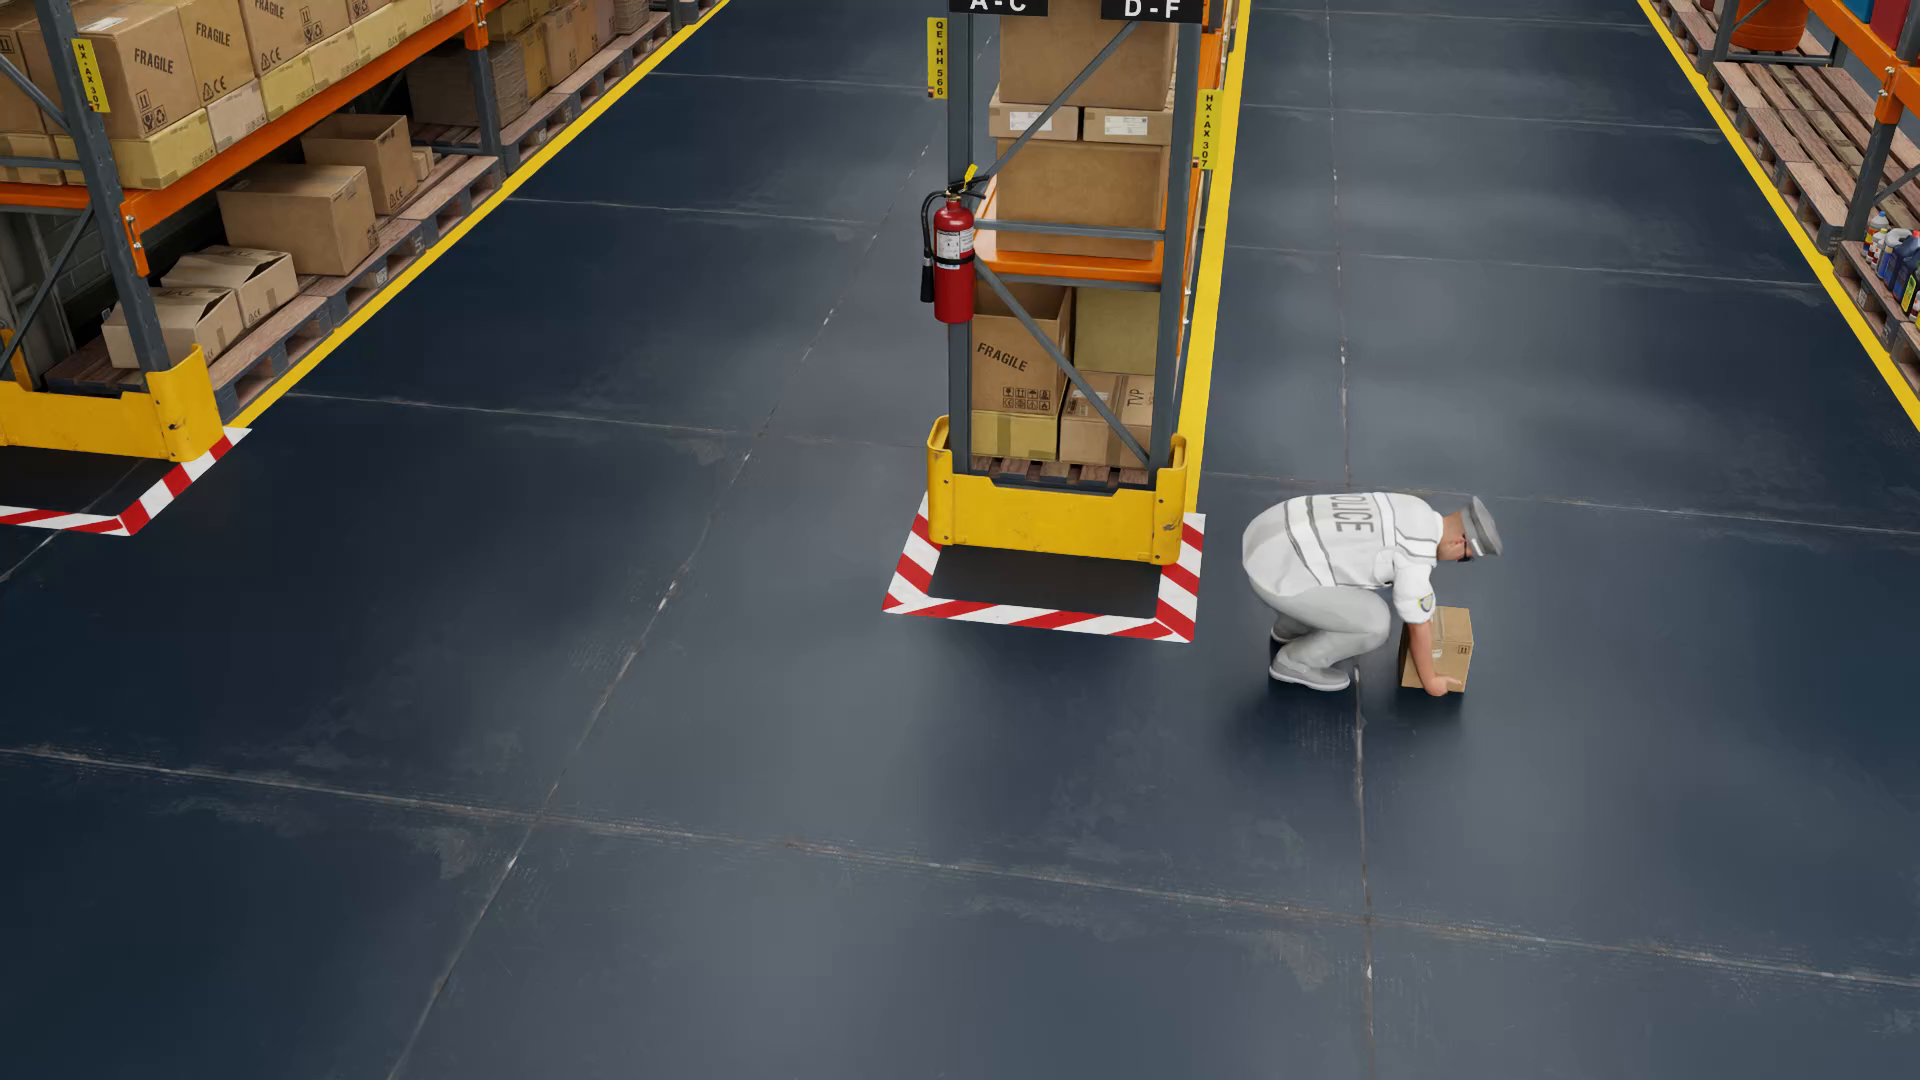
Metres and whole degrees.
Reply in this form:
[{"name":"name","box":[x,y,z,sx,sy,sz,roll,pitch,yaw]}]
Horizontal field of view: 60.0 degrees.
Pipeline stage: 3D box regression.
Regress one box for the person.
[{"name":"person","box":[1.448,-0.245,6.502,0.467,1.766,0.539,5,32,7]}]
